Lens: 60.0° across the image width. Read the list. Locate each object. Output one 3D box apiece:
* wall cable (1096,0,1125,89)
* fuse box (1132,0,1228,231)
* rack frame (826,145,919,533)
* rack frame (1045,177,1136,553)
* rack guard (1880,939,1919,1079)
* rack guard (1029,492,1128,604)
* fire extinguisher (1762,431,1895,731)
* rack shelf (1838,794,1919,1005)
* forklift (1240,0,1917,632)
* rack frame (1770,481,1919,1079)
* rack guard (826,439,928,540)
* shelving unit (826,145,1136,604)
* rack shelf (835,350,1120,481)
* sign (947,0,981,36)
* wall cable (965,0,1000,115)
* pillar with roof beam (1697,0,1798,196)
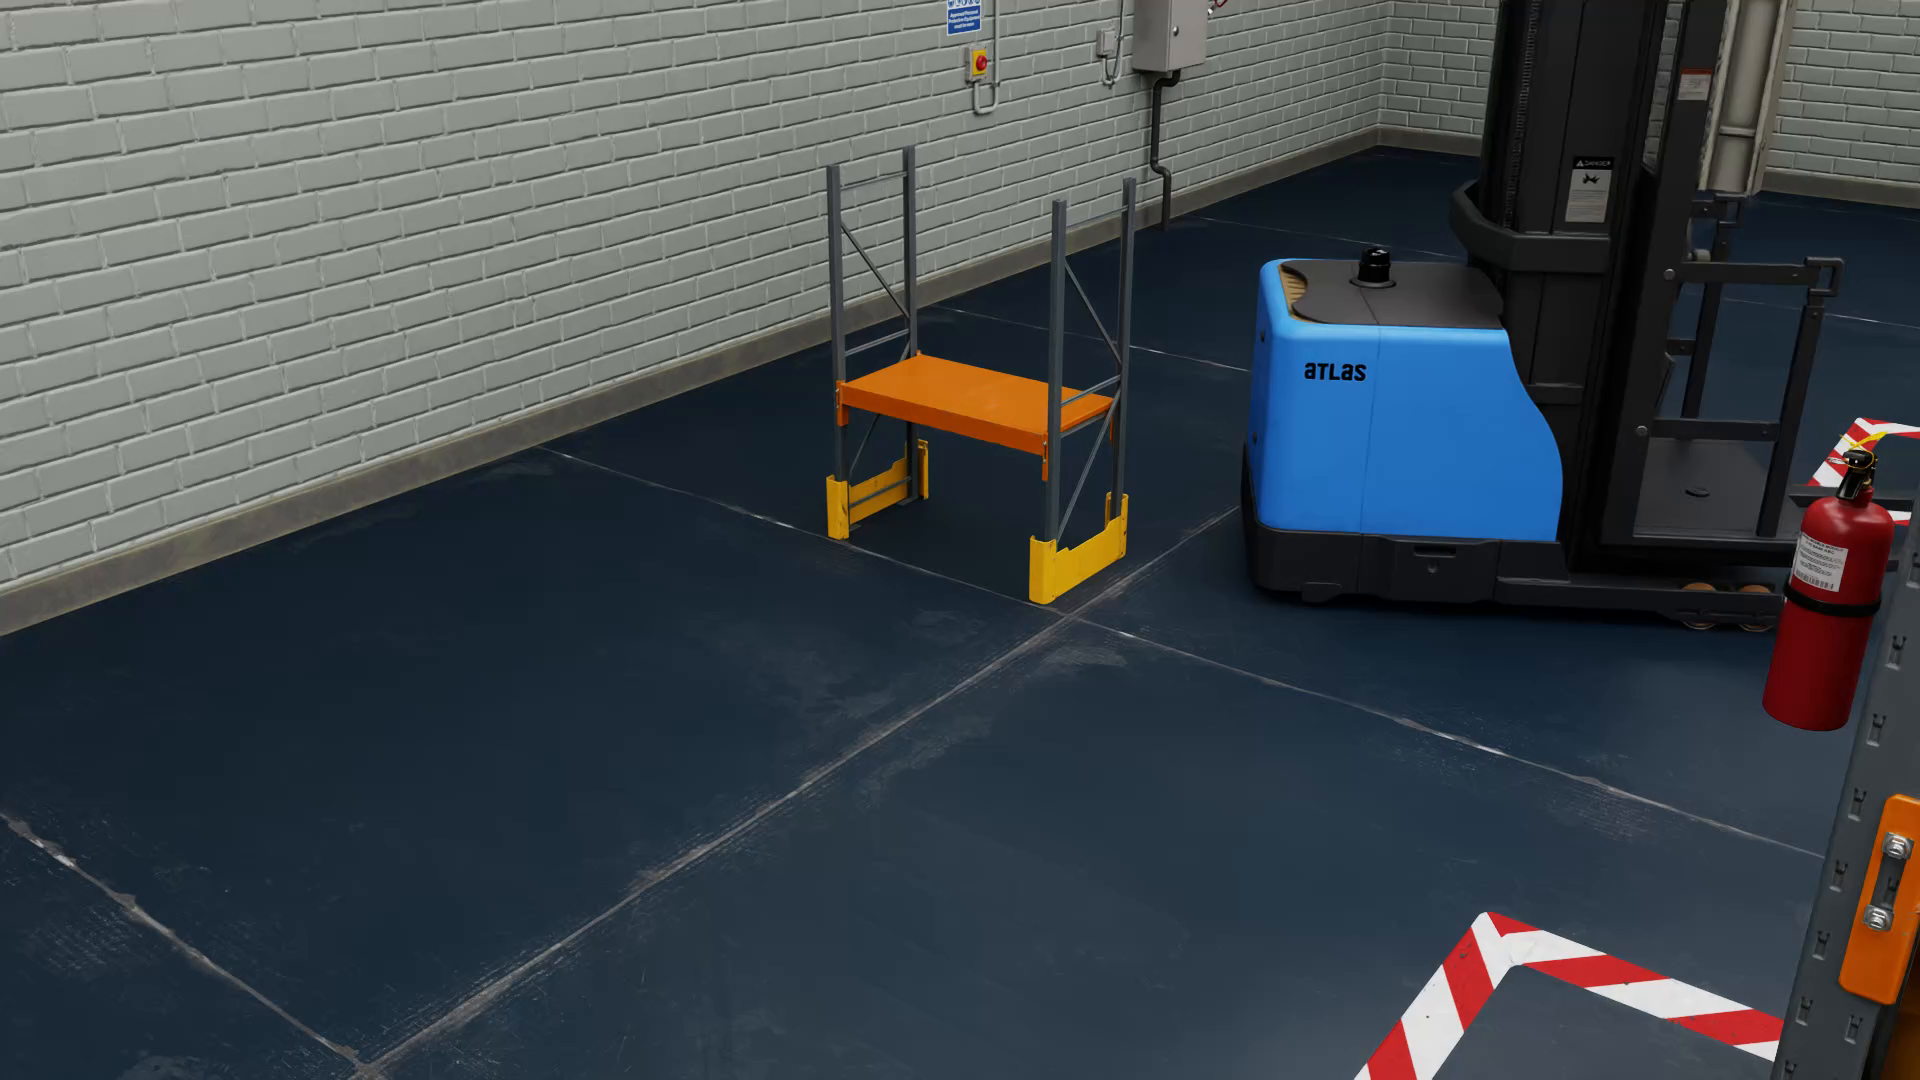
[{"bbox_3d":[0.944,-3.835,10.473,0.122,1.984,0.588,17,29,33],"label":"wall cable"},{"bbox_3d":[1.479,-2.962,11.351,0.414,1.711,0.539,17,29,33],"label":"fuse box"},{"bbox_3d":[-0.339,-0.789,6.680,0.032,1.500,0.500,17,29,33],"label":"rack frame"},{"bbox_3d":[0.475,-0.543,6.122,0.032,1.500,0.500,17,29,33],"label":"rack frame"},{"bbox_3d":[1.802,1.230,3.338,0.348,0.500,1.175,17,29,33],"label":"rack guard"},{"bbox_3d":[0.460,0.024,6.384,0.087,0.250,0.587,17,29,33],"label":"rack guard"},{"bbox_3d":[1.816,0.064,3.442,0.183,0.674,0.296,17,29,33],"label":"fire extinguisher"},{"bbox_3d":[3.341,0.881,1.923,4.000,0.370,1.077,17,29,33],"label":"rack shelf"},{"bbox_3d":[2.643,-1.236,5.919,3.031,2.935,1.130,3,24,6],"label":"forklift"},{"bbox_3d":[1.739,0.069,2.873,0.053,2.616,0.949,17,29,33],"label":"rack frame"},{"bbox_3d":[-0.337,-0.216,6.931,0.087,0.250,0.587,17,29,33],"label":"rack guard"},{"bbox_3d":[0.061,-0.668,6.406,1.083,1.500,0.587,17,29,33],"label":"shelving unit"},{"bbox_3d":[0.068,-0.501,6.473,1.000,0.185,0.538,17,29,33],"label":"rack shelf"},{"bbox_3d":[0.025,-3.032,9.577,0.001,0.218,0.327,17,29,33],"label":"sign"},{"bbox_3d":[0.103,-3.389,9.422,0.123,1.953,0.585,17,29,33],"label":"wall cable"},{"bbox_3d":[3.404,-5.455,7.970,0.400,9.000,9.100,17,29,33],"label":"pillar with roof beam"}]
